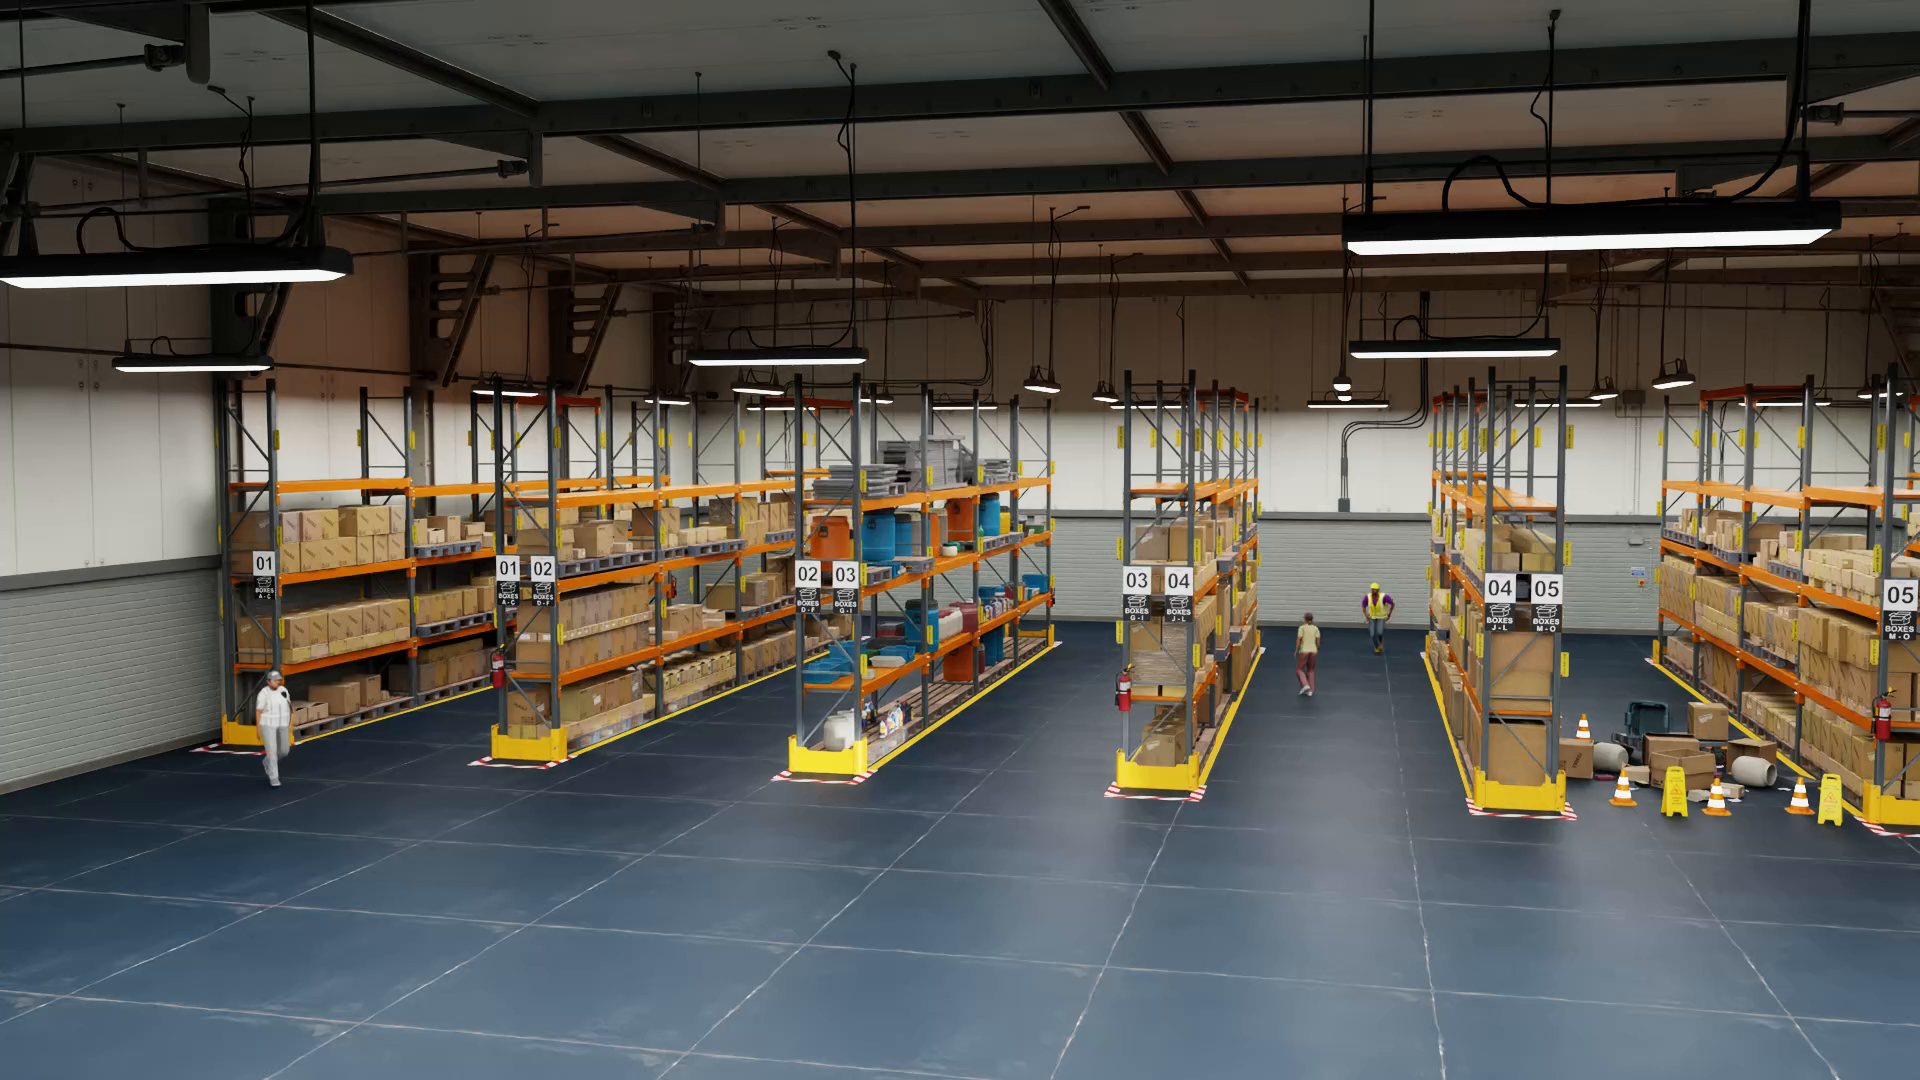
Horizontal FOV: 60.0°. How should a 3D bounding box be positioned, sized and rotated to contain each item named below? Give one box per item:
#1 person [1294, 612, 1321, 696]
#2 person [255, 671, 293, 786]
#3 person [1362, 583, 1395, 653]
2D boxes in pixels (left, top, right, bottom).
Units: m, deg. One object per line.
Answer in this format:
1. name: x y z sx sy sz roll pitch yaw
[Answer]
1. person: 6.840 2.243 32.601 0.528 1.624 0.605 0 3 -7
2. person: -10.034 2.716 24.314 0.842 1.631 0.523 3 5 41
3. person: 9.810 1.830 39.017 0.750 1.666 0.696 1 4 23
